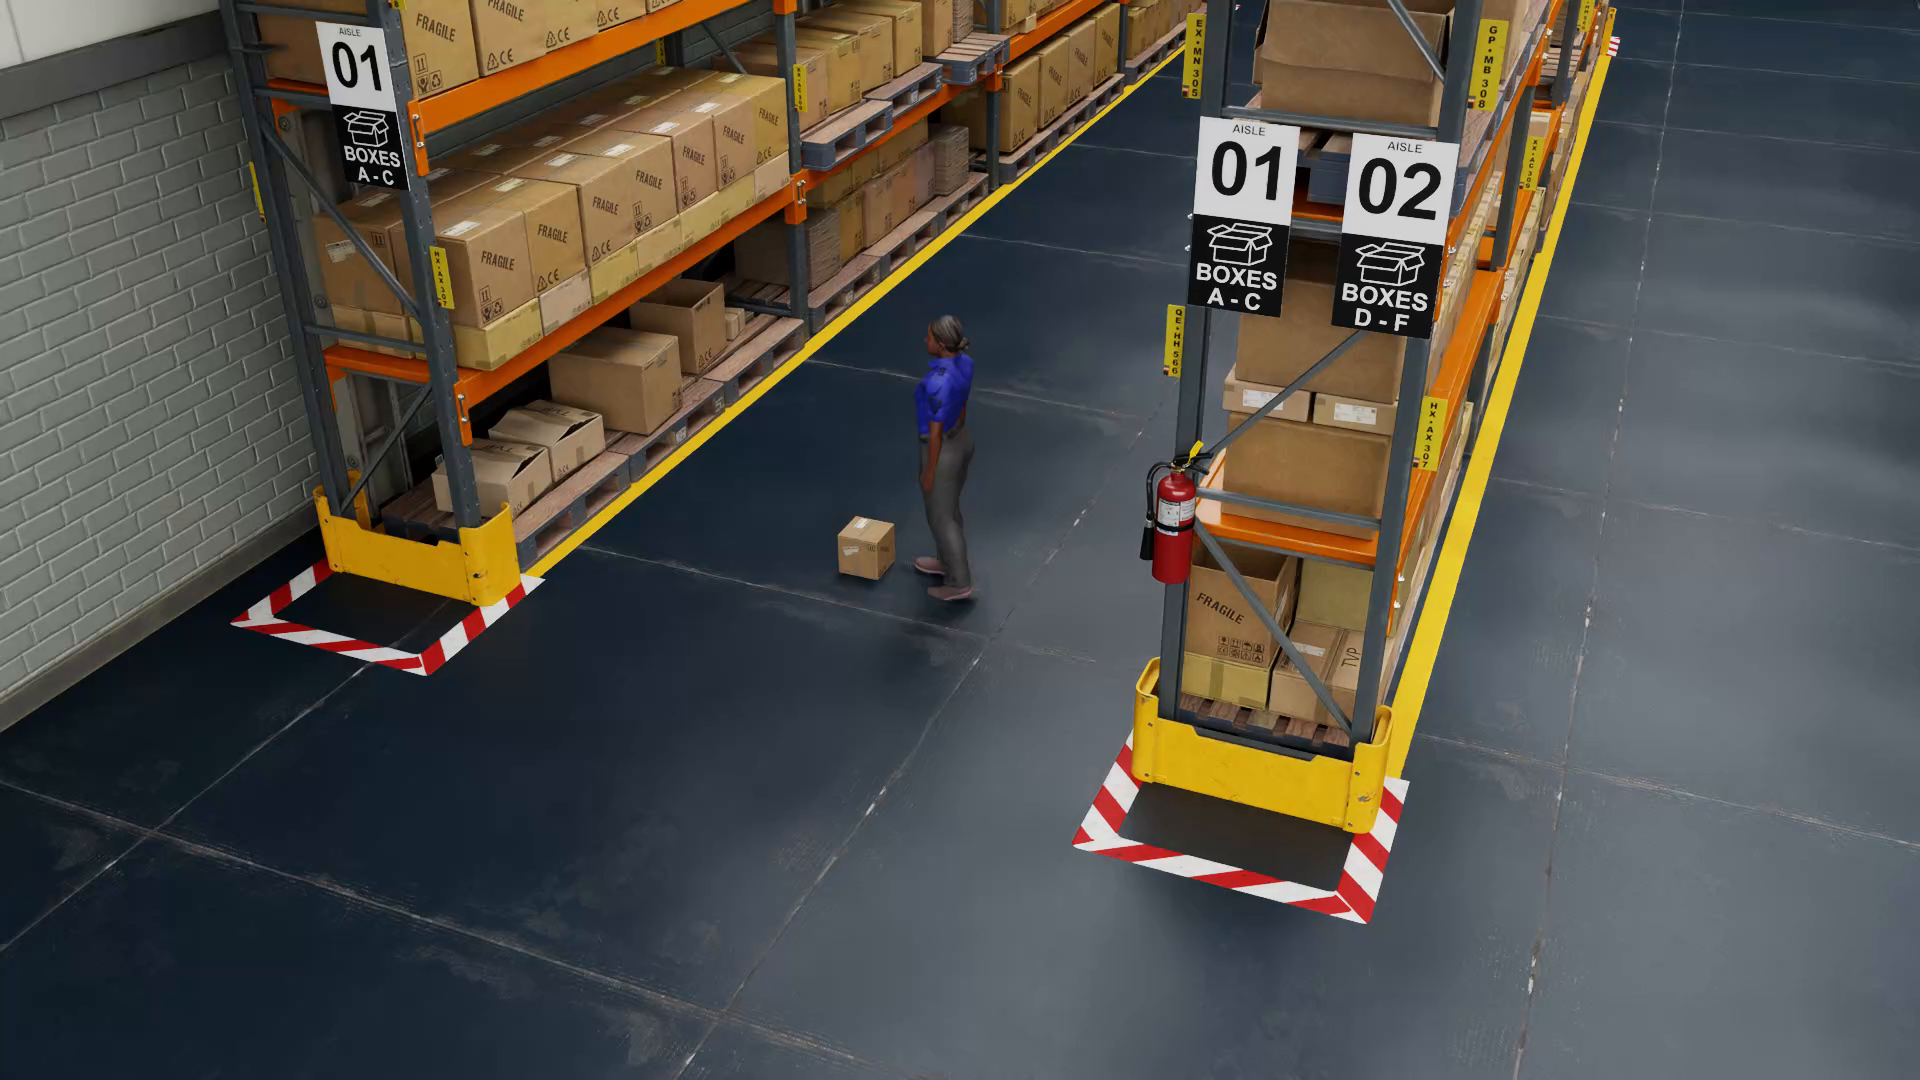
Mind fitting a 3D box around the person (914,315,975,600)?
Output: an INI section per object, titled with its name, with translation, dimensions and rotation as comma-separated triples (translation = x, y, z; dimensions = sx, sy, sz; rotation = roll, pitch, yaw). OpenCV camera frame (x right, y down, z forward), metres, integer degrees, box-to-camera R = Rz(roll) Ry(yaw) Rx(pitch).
[person]
translation = -0.096, -0.457, 9.221
dimensions = 0.456, 1.691, 0.444
rotation = 12, 32, 20
